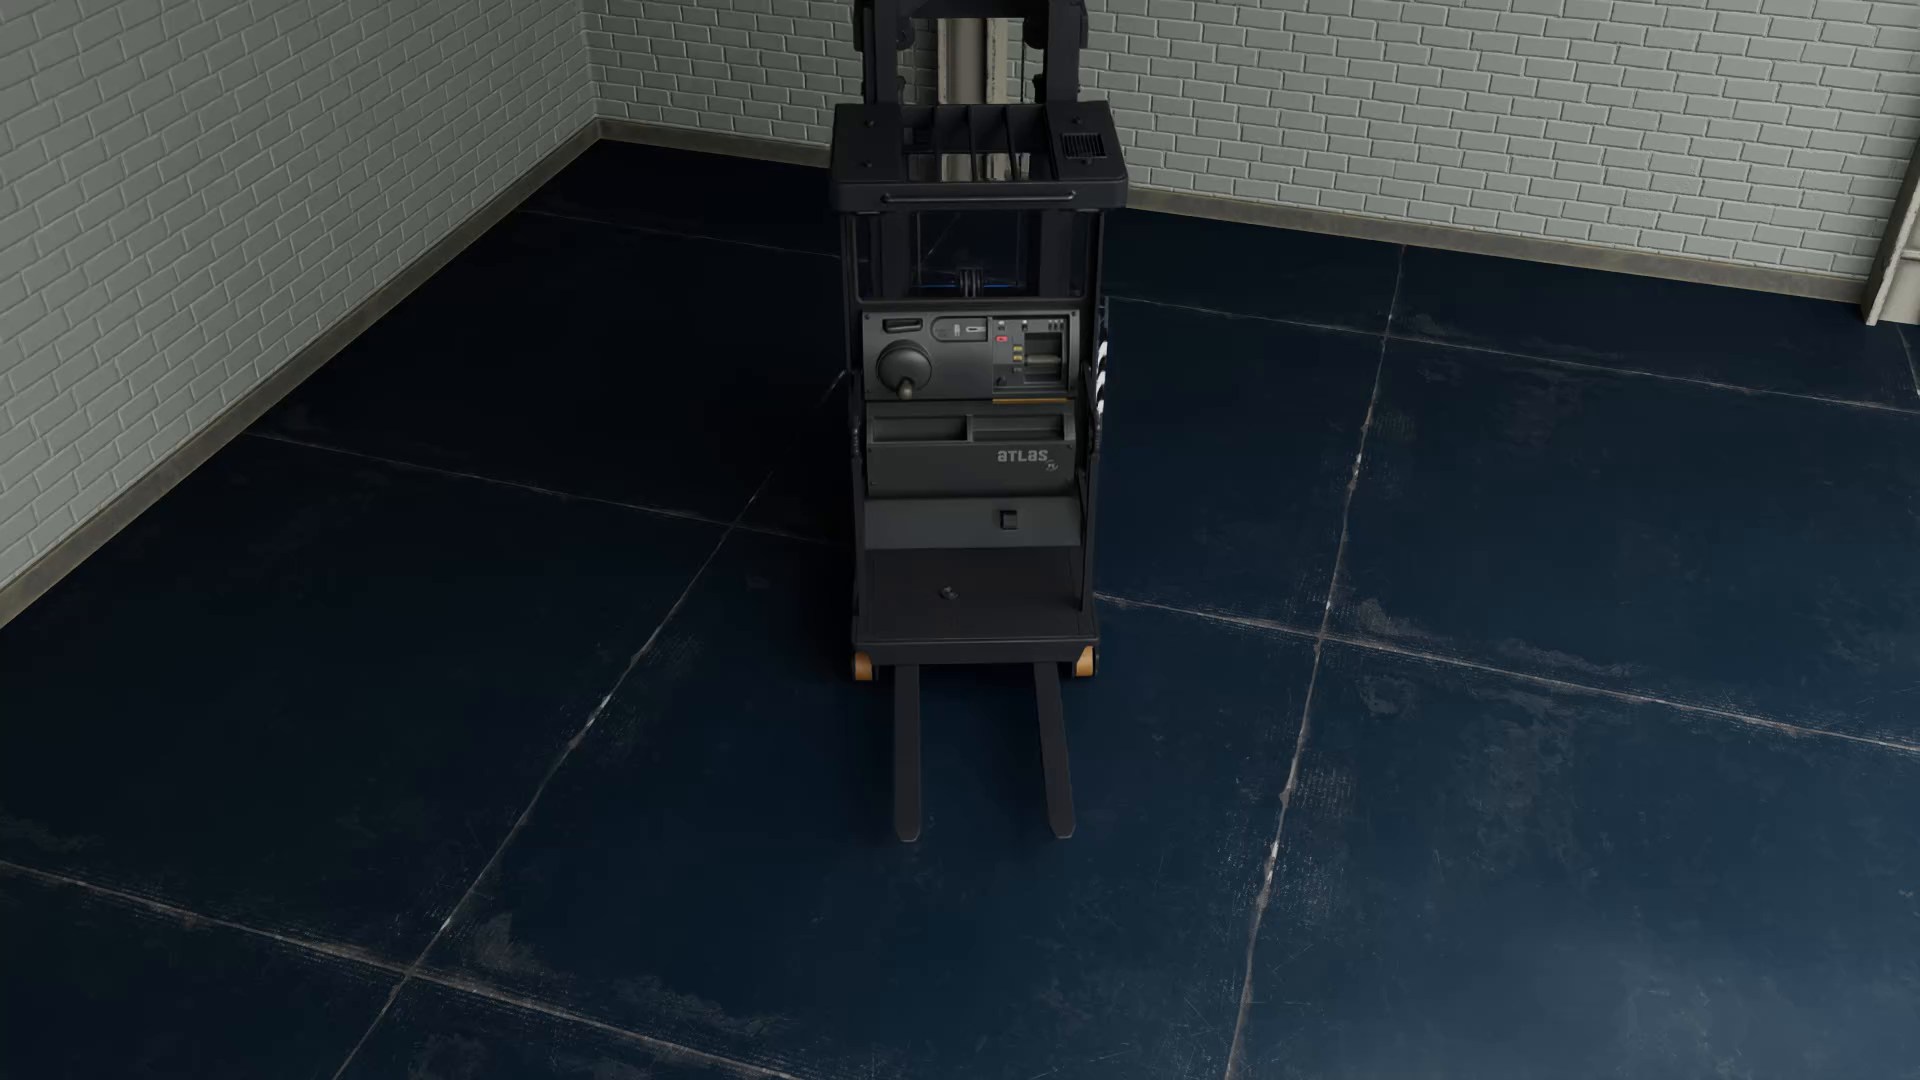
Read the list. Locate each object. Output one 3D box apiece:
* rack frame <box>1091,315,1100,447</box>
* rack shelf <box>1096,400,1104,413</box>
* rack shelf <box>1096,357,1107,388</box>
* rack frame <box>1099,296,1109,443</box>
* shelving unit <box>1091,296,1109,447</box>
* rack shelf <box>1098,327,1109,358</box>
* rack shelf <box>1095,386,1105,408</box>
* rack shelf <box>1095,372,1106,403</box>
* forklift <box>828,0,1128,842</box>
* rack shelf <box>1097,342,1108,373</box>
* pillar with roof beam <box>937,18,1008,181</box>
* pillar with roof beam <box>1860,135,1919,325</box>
[{"bbox_3d":[0.600,-0.803,8.767,0.240,0.900,0.006,10,38,14],"label":"rack frame"},{"bbox_3d":[0.630,-0.689,8.972,0.258,0.077,0.200,10,38,14],"label":"rack shelf"},{"bbox_3d":[0.630,-0.906,8.811,0.258,0.077,0.200,10,38,14],"label":"rack shelf"},{"bbox_3d":[0.660,-0.918,8.923,0.240,0.900,0.006,10,38,14],"label":"rack frame"},{"bbox_3d":[0.630,-0.861,8.845,0.258,0.900,0.210,10,38,14],"label":"shelving unit"},{"bbox_3d":[0.630,-1.051,8.705,0.258,0.077,0.200,10,38,14],"label":"rack shelf"},{"bbox_3d":[0.630,-0.761,8.918,0.258,0.077,0.200,10,38,14],"label":"rack shelf"},{"bbox_3d":[0.630,-0.834,8.865,0.258,0.077,0.200,10,38,14],"label":"rack shelf"},{"bbox_3d":[0.055,-0.732,6.957,1.130,2.935,3.031,-1,36,-1],"label":"forklift"},{"bbox_3d":[0.630,-0.979,8.758,0.258,0.077,0.200,10,38,14],"label":"rack shelf"},{"bbox_3d":[-1.201,-3.629,5.775,0.400,9.000,9.100,10,38,14],"label":"pillar with roof beam"},{"bbox_3d":[4.526,-2.569,4.334,0.400,9.000,9.100,10,38,14],"label":"pillar with roof beam"}]
